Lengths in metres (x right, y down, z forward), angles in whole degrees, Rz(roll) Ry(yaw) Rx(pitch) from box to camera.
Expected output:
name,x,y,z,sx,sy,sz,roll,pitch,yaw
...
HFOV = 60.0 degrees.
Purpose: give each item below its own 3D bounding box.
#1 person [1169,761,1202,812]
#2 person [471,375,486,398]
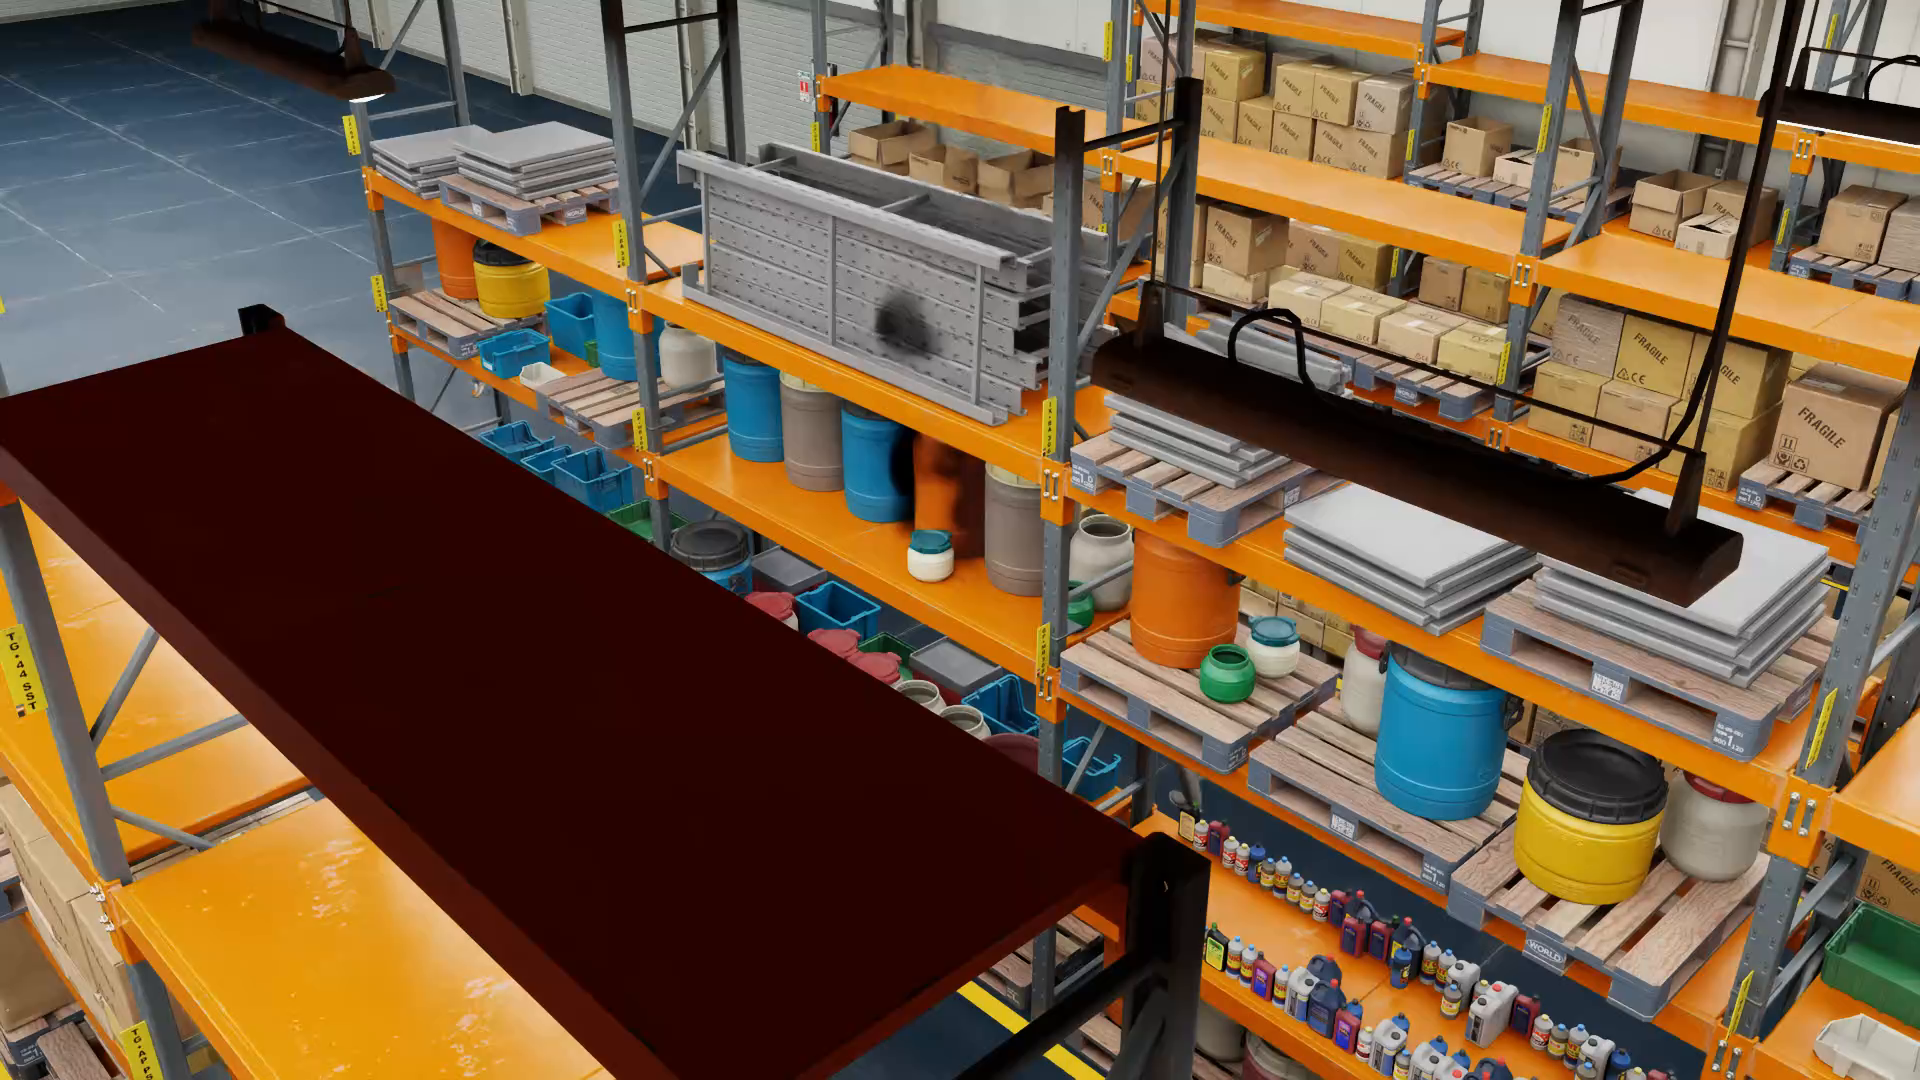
name,x,y,z,sx,sy,sz,roll,pitch,yaw
person,1.605,1.208,12.235,0.562,1.696,0.605,-24,36,-37
person,-5.735,-2.440,19.722,0.760,1.615,0.498,-15,32,-26
